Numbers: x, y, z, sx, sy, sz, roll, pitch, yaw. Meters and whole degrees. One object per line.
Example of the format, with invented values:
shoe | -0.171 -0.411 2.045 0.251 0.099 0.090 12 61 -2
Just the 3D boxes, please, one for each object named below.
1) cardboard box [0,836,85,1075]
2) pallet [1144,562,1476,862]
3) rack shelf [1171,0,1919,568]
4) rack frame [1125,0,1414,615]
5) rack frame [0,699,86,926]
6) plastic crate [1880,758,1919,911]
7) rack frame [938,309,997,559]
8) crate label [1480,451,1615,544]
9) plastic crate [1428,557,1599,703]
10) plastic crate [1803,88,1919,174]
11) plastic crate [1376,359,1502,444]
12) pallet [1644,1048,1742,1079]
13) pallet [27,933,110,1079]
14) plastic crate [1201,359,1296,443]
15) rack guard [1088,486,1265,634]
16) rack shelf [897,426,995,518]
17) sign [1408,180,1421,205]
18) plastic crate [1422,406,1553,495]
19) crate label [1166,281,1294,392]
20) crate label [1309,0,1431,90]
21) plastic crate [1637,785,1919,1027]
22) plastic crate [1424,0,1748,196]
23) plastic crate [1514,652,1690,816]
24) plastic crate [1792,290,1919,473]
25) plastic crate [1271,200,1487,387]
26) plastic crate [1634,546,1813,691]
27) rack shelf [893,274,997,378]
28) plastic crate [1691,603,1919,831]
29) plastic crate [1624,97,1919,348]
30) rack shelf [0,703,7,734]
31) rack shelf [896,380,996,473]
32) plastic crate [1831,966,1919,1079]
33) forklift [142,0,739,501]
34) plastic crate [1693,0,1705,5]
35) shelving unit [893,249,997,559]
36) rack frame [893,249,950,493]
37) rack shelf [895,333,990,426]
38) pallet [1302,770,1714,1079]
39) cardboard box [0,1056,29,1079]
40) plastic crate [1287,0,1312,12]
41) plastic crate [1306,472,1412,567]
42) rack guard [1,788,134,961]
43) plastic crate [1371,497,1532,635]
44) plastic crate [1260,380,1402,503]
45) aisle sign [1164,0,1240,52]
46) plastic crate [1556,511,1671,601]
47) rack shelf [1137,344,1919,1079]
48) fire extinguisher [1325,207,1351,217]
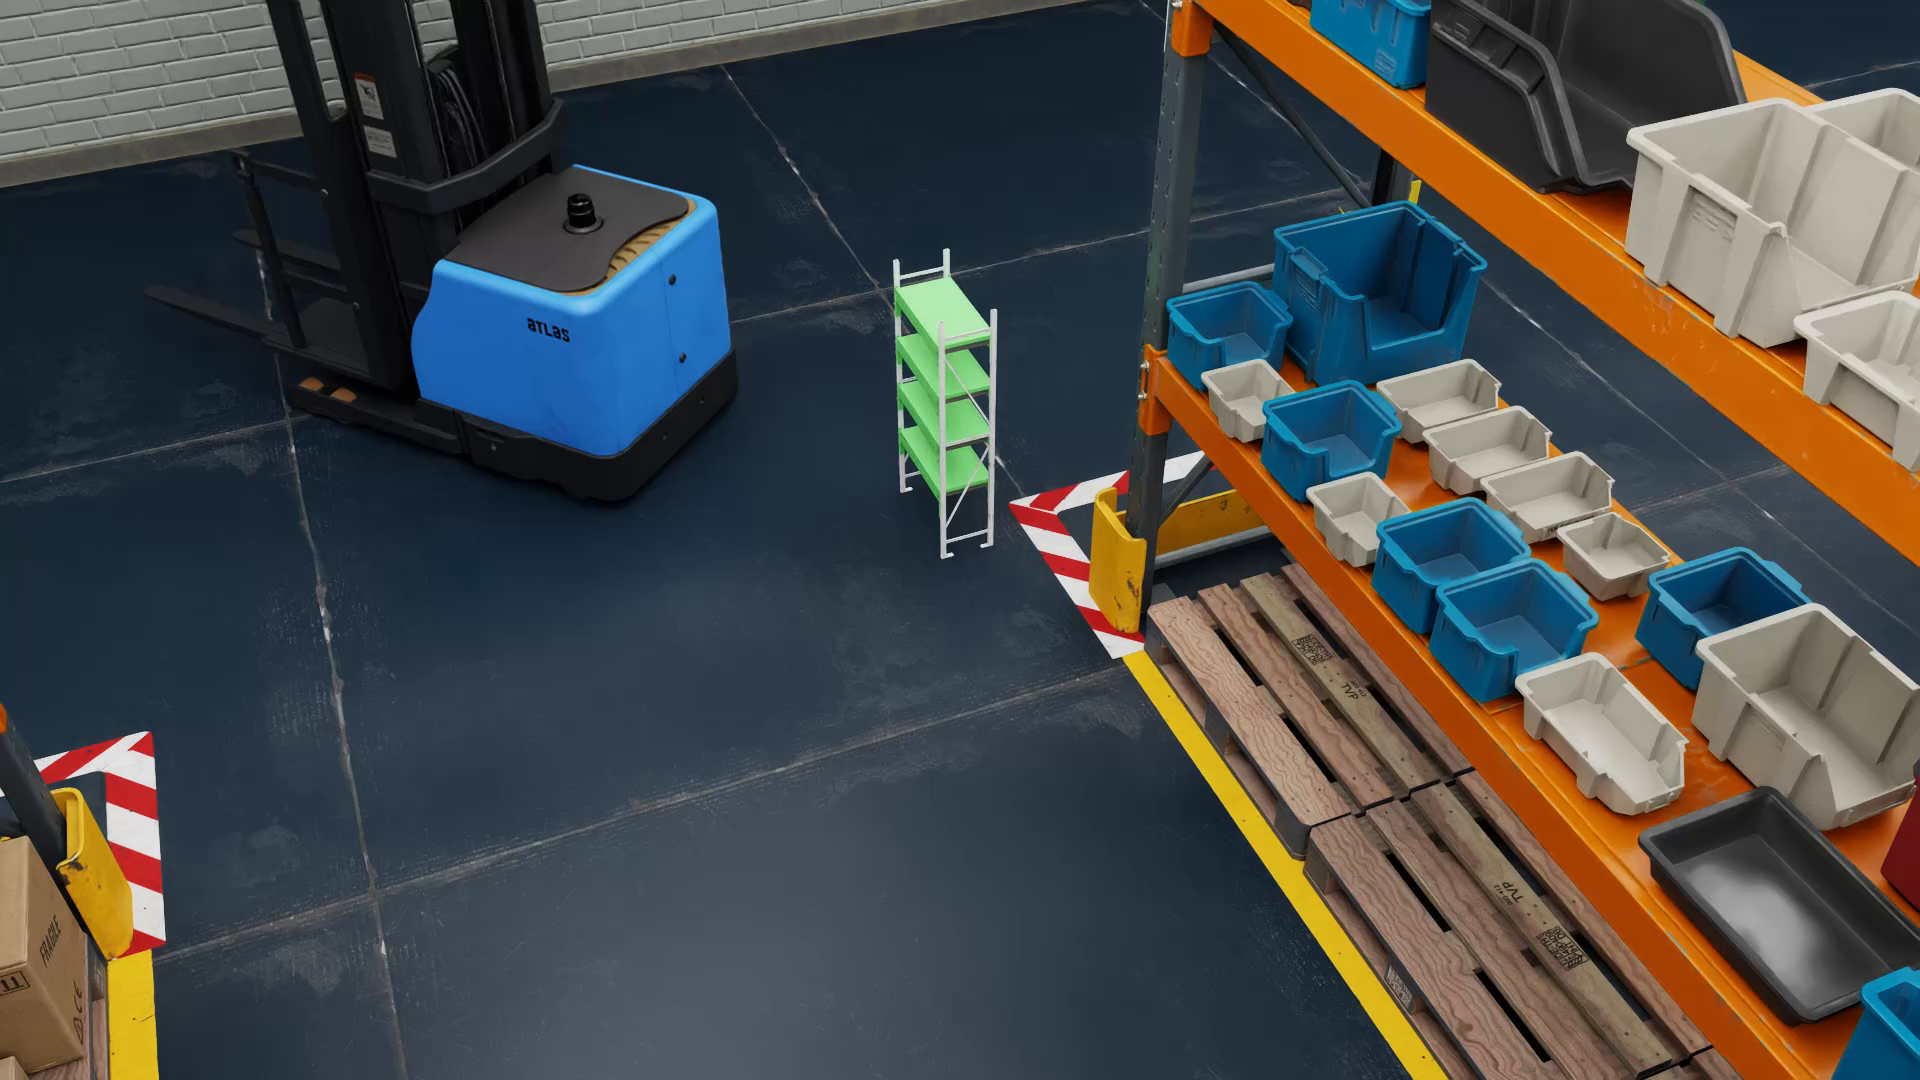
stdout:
cardboard box | -2.995 1.302 5.015 0.500 0.500 0.500 -15 43 -17
pallet | 1.427 0.585 6.407 1.003 0.211 1.213 -15 43 -17
rack shelf | 1.913 -0.638 3.943 1.077 0.370 4.000 -15 43 -17
rack frame | 1.147 -0.978 6.087 1.000 3.000 0.127 -15 43 -17
rack frame | -3.430 0.255 4.653 1.000 3.000 0.127 -15 43 -17
plastic crate | 2.568 0.784 3.943 0.402 0.464 0.583 -15 43 -17
rack frame | 0.030 -0.408 6.804 0.240 1.200 0.015 -15 43 -17
crate label | 1.853 -0.115 5.240 0.396 0.136 0.243 -15 43 -17
plastic crate | 1.556 0.267 4.721 0.416 0.233 0.300 -15 43 -17
plastic crate | 2.167 -0.833 3.820 0.437 0.136 0.530 -15 43 -17
plastic crate | 1.627 -0.455 5.635 0.396 0.136 0.243 -15 43 -17
pallet | 2.361 2.055 4.698 1.003 0.211 1.213 -15 43 -17
pallet | -3.095 1.838 4.951 1.003 0.211 1.213 -15 43 -17
plastic crate | 0.984 -0.456 5.636 0.250 0.136 0.298 -15 43 -17
rack guard | 1.126 -0.042 6.915 1.175 0.500 0.348 -15 43 -17
rack shelf | -0.063 -0.324 7.173 0.258 0.148 0.480 -15 43 -17
sign | 1.649 -1.187 6.205 0.100 0.325 0.005 -15 43 -17
plastic crate | 1.724 -0.277 5.428 0.396 0.136 0.243 -15 43 -17
crate label | 0.938 -0.707 5.854 0.416 0.233 0.303 -15 43 -17
crate label | 1.202 -1.423 4.418 0.408 0.251 0.502 -15 43 -17
plastic crate | 2.001 0.905 4.061 0.437 0.125 0.590 -15 43 -17
plastic crate | 1.478 -1.103 3.980 0.504 0.338 0.767 -15 43 -17
plastic crate | 1.734 0.534 4.484 0.293 0.136 0.466 -15 43 -17
plastic crate | 1.840 -0.277 3.174 0.293 0.136 0.466 -15 43 -17
plastic crate | 1.448 -0.860 5.876 0.616 0.435 0.499 -15 43 -17
plastic crate | 2.170 0.235 4.758 0.416 0.233 0.300 -15 43 -17
rack shelf | -0.063 -0.870 6.703 0.258 0.148 0.480 -15 43 -17
plastic crate | 2.264 0.487 4.427 0.437 0.282 0.530 -15 43 -17
plastic crate | 1.710 -0.659 3.506 0.437 0.282 0.530 -15 43 -17
rack shelf | -2.665 1.733 3.486 1.077 0.370 4.000 -15 43 -17
rack shelf | -0.063 -0.506 7.016 0.258 0.148 0.480 -15 43 -17
plastic crate | 2.184 1.218 3.499 0.392 0.384 0.575 -15 43 -17
forklift | -2.615 -1.950 7.270 3.031 2.935 1.130 18 44 20
plastic crate | 1.789 -1.513 4.570 0.450 0.188 0.336 -15 43 -17
shelving unit | -0.063 -0.555 6.975 0.258 1.200 0.503 -15 43 -17
rack frame | -0.157 -0.702 7.146 0.240 1.200 0.015 -15 43 -17
rack shelf | -0.063 -0.688 6.860 0.258 0.148 0.480 -15 43 -17
pallet | 1.890 1.319 5.554 1.003 0.211 1.213 -15 43 -17
cardboard box | -2.923 1.695 4.814 0.380 0.166 0.250 -15 43 -17
plastic crate | 1.037 -1.765 4.801 0.497 0.269 0.590 -15 43 -17
plastic crate | 1.244 -0.048 5.161 0.250 0.136 0.298 -15 43 -17
rack guard | -3.401 1.249 5.415 1.175 0.500 0.348 -15 43 -17
plastic crate | 1.441 0.086 4.931 0.416 0.233 0.300 -15 43 -17
plastic crate | 1.190 -0.310 5.393 0.416 0.233 0.300 -15 43 -17
aisle sign | 0.845 -1.933 5.204 0.394 0.787 0.004 -15 43 -17
plastic crate | 1.984 0.058 5.038 0.298 0.136 0.250 -15 43 -17
rack shelf | 1.913 0.499 4.921 1.077 0.370 4.000 -15 43 -17
fire extinguisher | 1.510 -1.012 6.472 0.296 0.674 0.183 -15 43 -17
